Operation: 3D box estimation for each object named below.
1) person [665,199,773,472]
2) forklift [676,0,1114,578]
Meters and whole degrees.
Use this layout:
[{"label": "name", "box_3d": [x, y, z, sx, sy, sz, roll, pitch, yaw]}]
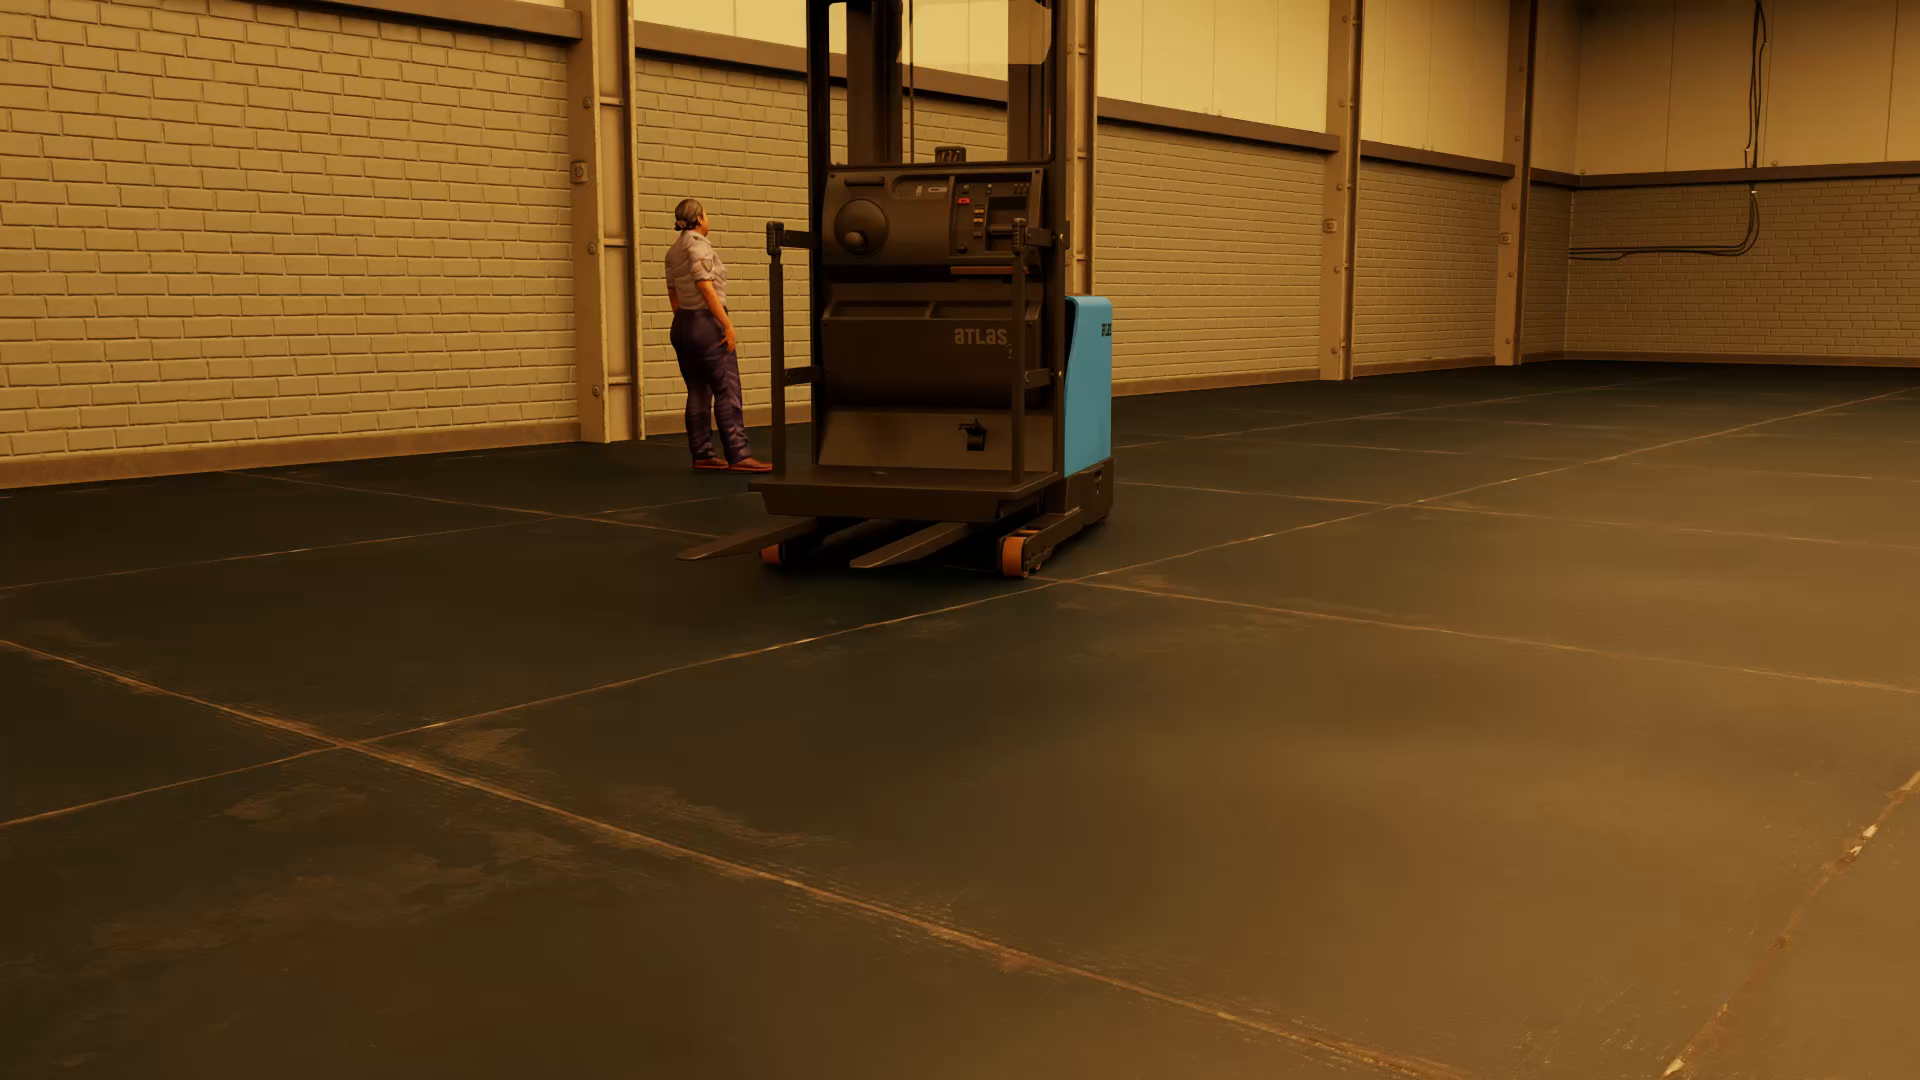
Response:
[{"label": "person", "box_3d": [-1.491, -1.243, 10.194, 0.504, 1.641, 0.596, -6, 10, -36]}, {"label": "forklift", "box_3d": [-0.176, -1.366, 6.616, 1.130, 2.935, 3.031, 3, 9, 17]}]
